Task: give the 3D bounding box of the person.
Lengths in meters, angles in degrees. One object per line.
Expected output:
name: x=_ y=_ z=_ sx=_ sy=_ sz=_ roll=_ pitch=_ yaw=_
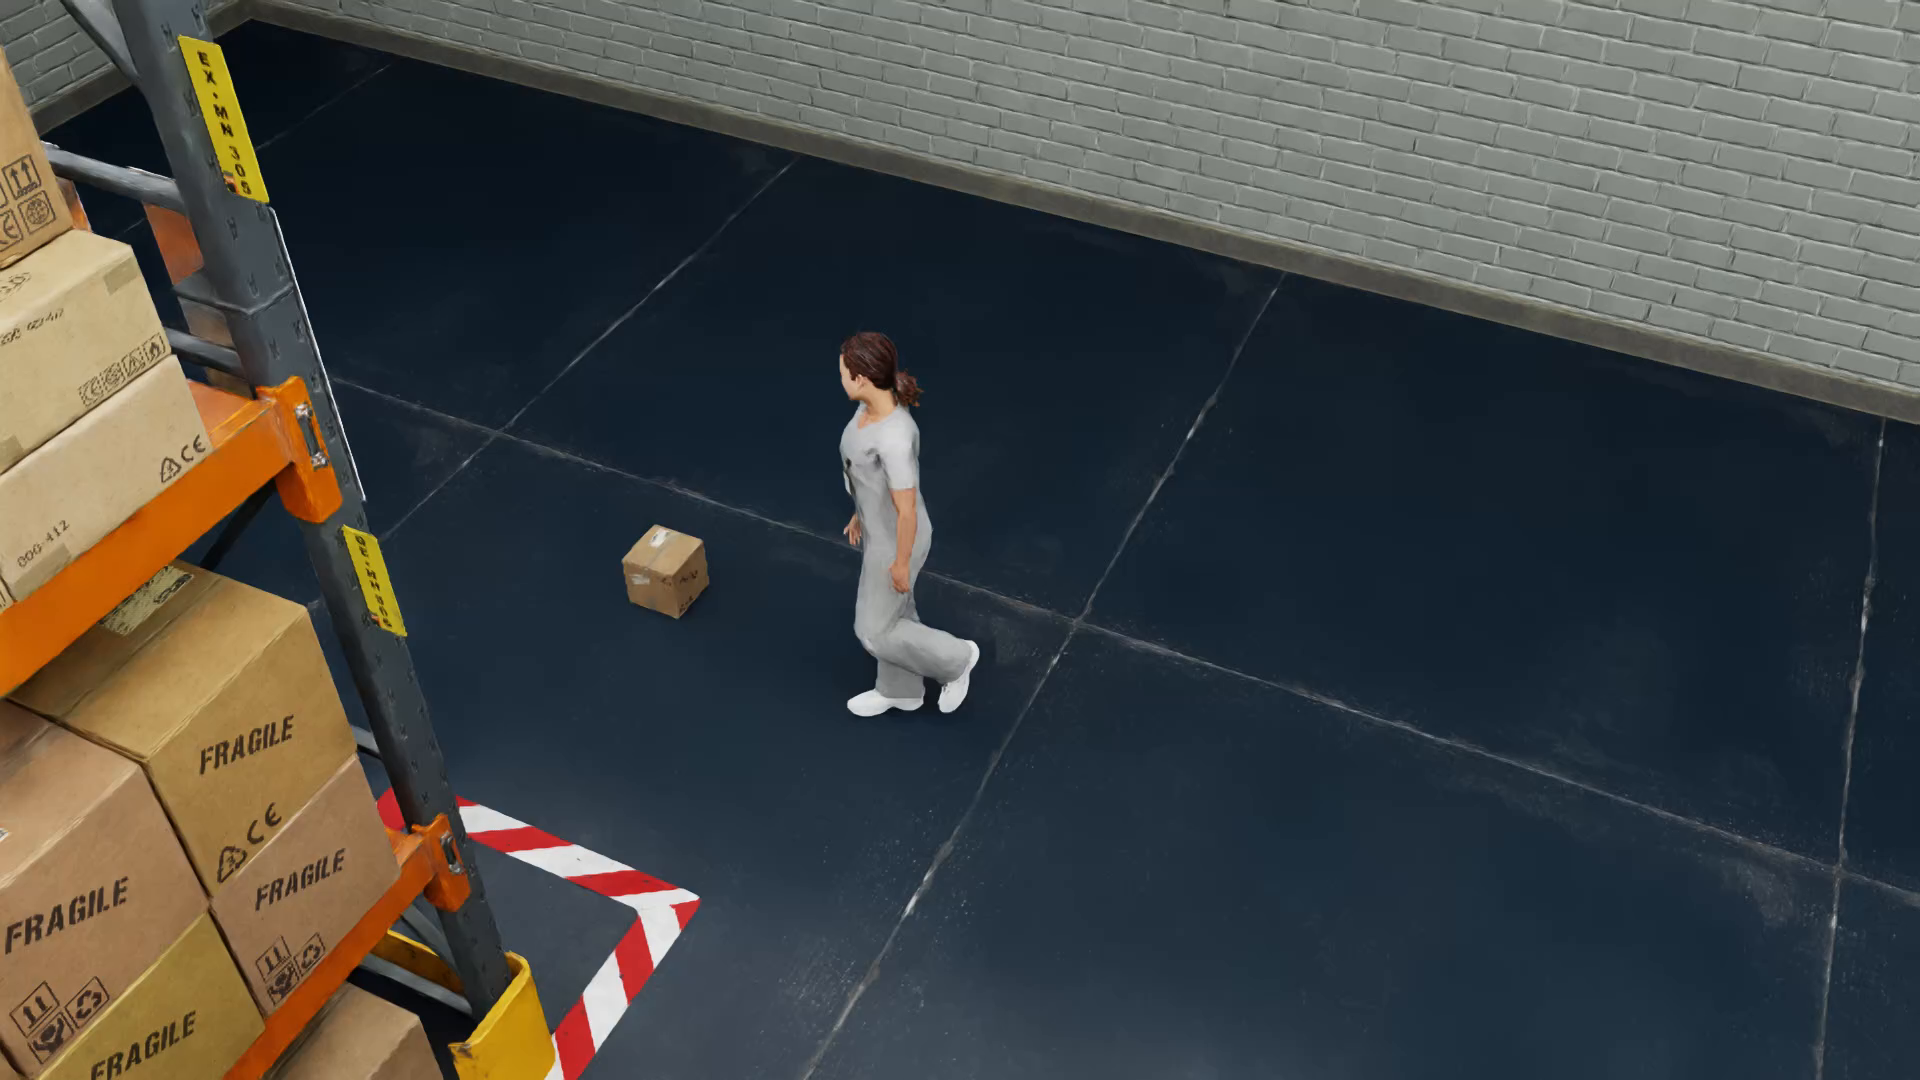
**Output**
person: x=-0.219 y=0.057 z=6.270 sx=0.526 sy=1.416 sz=0.510 roll=-11 pitch=43 yaw=-12
